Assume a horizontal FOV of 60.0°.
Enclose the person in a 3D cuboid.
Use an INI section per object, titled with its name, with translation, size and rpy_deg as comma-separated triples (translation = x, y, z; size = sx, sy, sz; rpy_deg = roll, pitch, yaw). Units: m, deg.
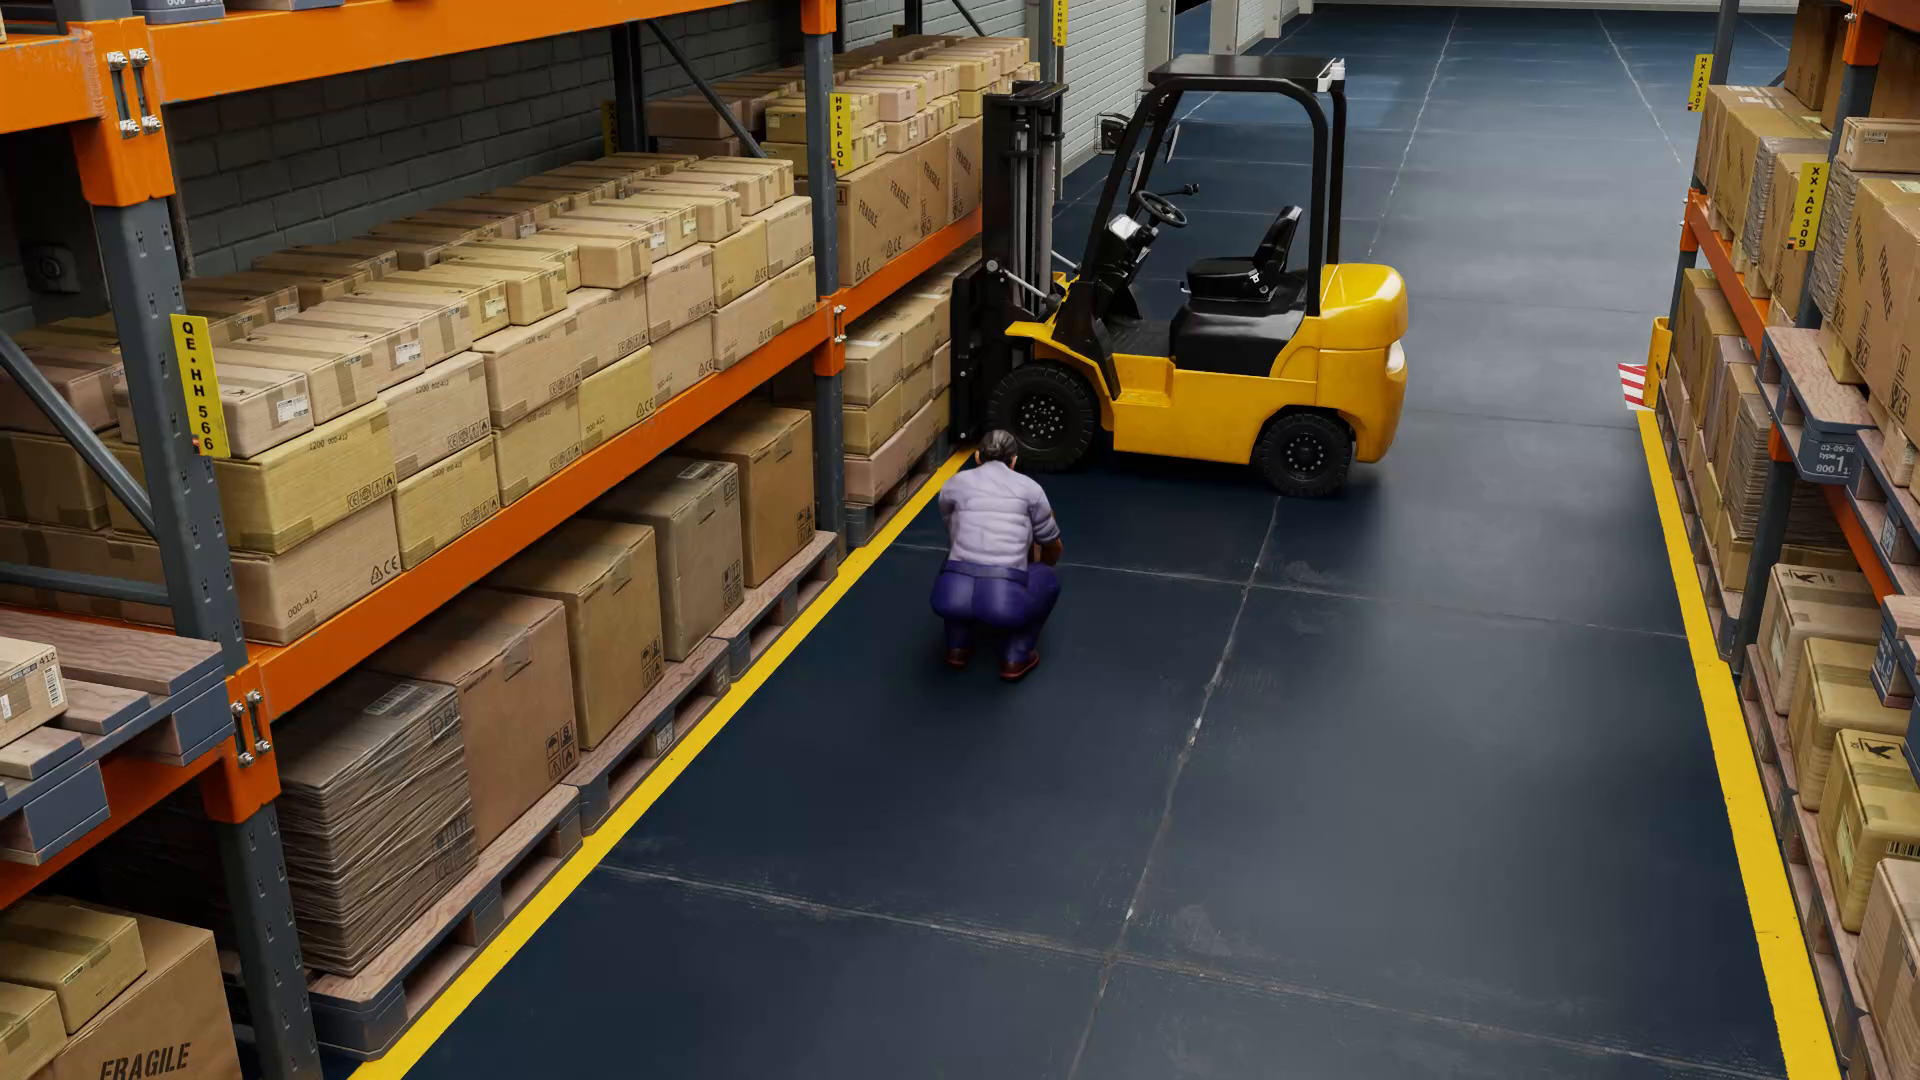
[person]
translation = 0.147, 0.053, 6.956
size = 0.519, 0.929, 0.818
rpy_deg = 7, 23, 16
